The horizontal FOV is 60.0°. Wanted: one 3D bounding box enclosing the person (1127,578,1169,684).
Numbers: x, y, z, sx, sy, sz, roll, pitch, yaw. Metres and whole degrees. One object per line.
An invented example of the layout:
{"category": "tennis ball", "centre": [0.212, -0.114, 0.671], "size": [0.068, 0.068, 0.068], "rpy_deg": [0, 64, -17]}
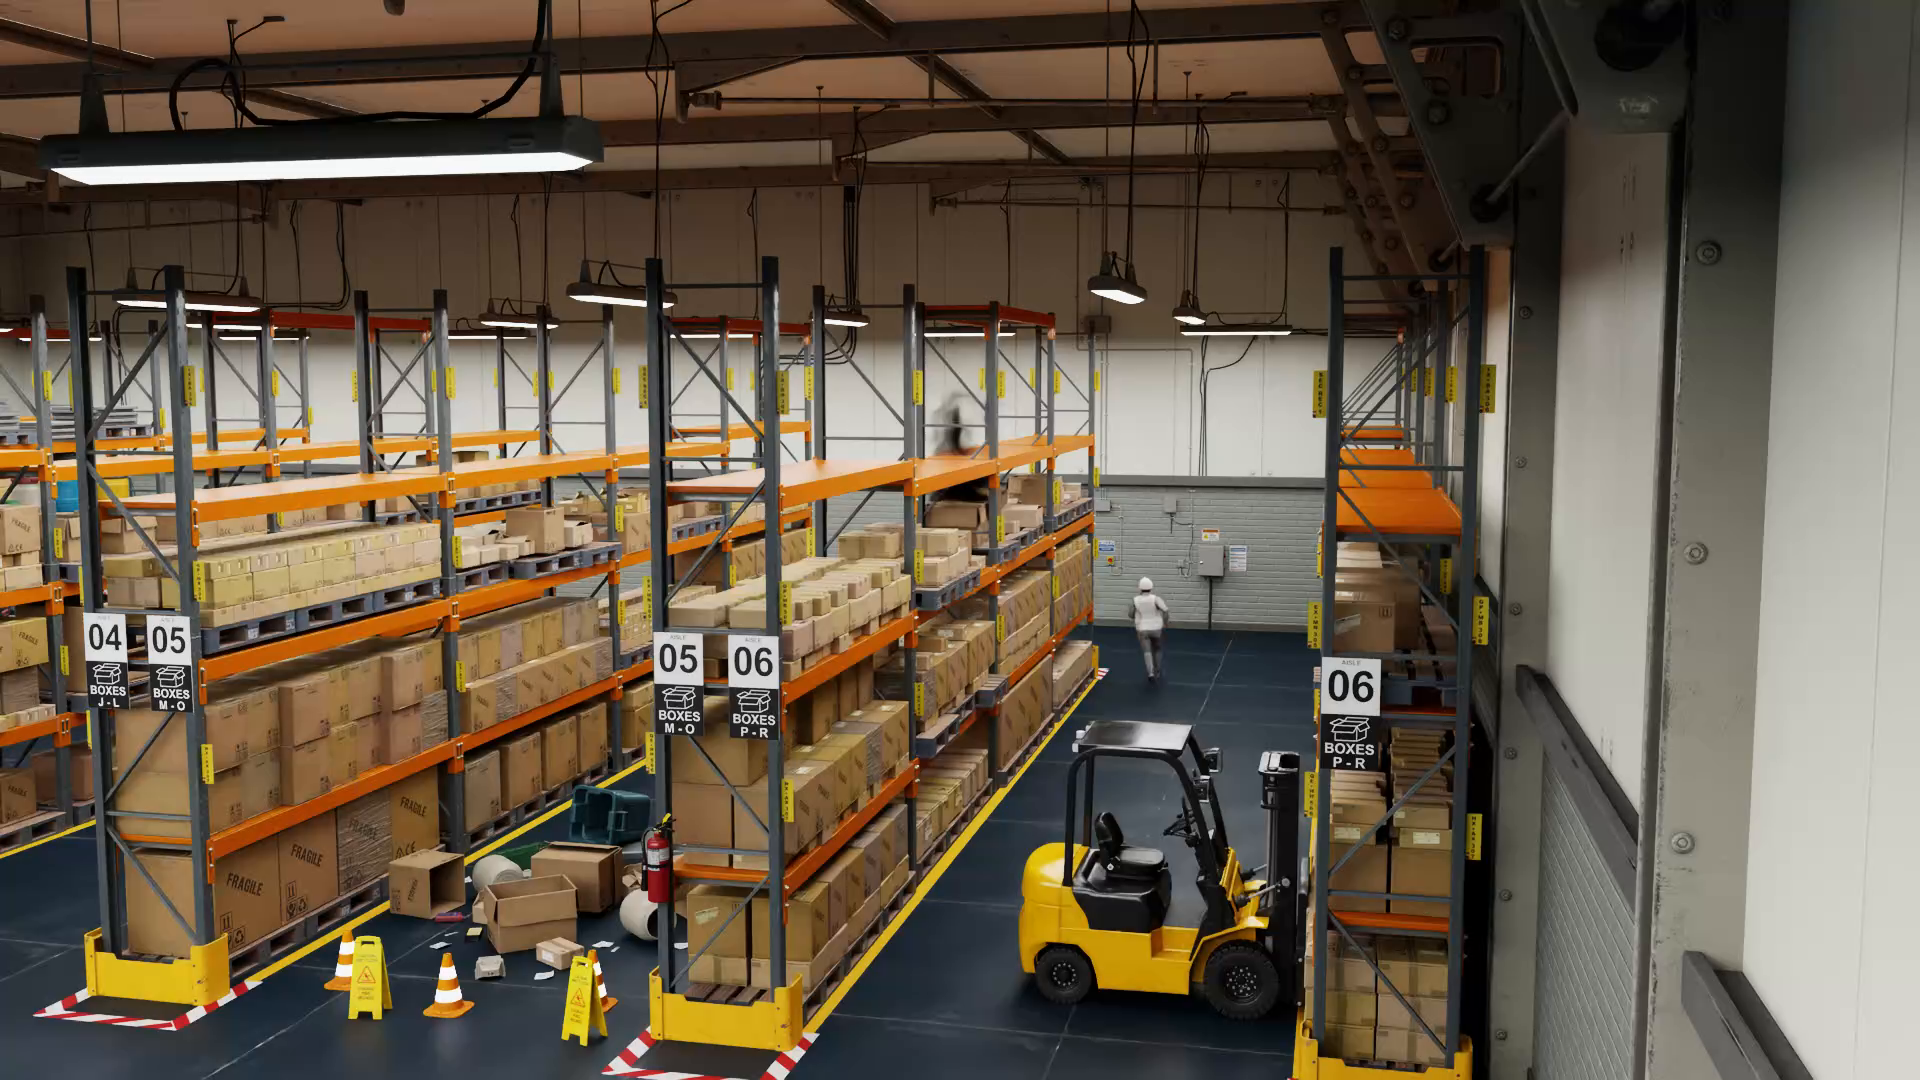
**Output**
{"category": "person", "centre": [3.101, 1.480, 27.478], "size": [0.677, 1.735, 0.993], "rpy_deg": [1, 6, 7]}
